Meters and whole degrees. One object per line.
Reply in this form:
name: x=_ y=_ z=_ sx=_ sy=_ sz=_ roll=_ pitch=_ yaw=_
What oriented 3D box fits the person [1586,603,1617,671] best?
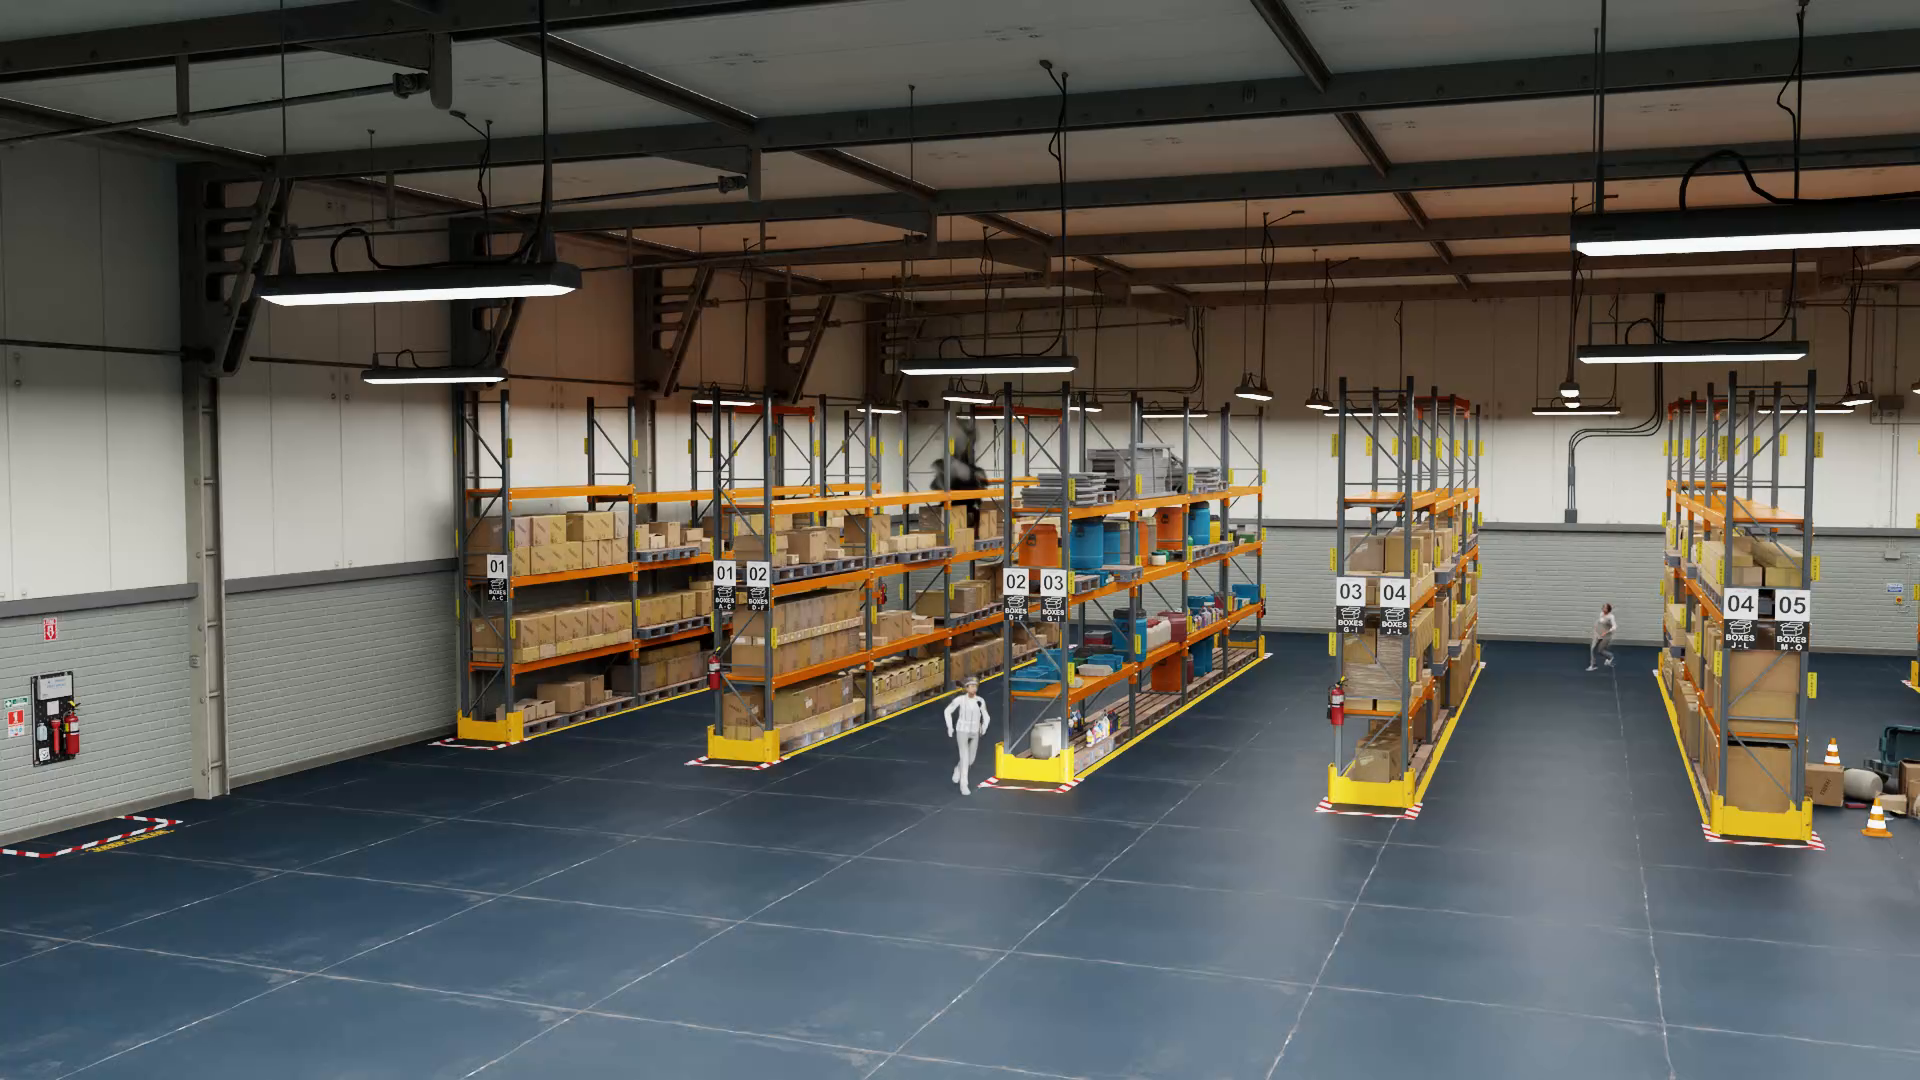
person: x=14.515 y=2.192 z=37.403 sx=0.658 sy=1.528 sz=0.583 roll=-2 pitch=4 yaw=-29

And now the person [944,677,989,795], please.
person: x=0.125 y=2.844 z=24.364 sx=0.665 sy=1.676 sz=0.703 roll=-1 pitch=3 yaw=-17
